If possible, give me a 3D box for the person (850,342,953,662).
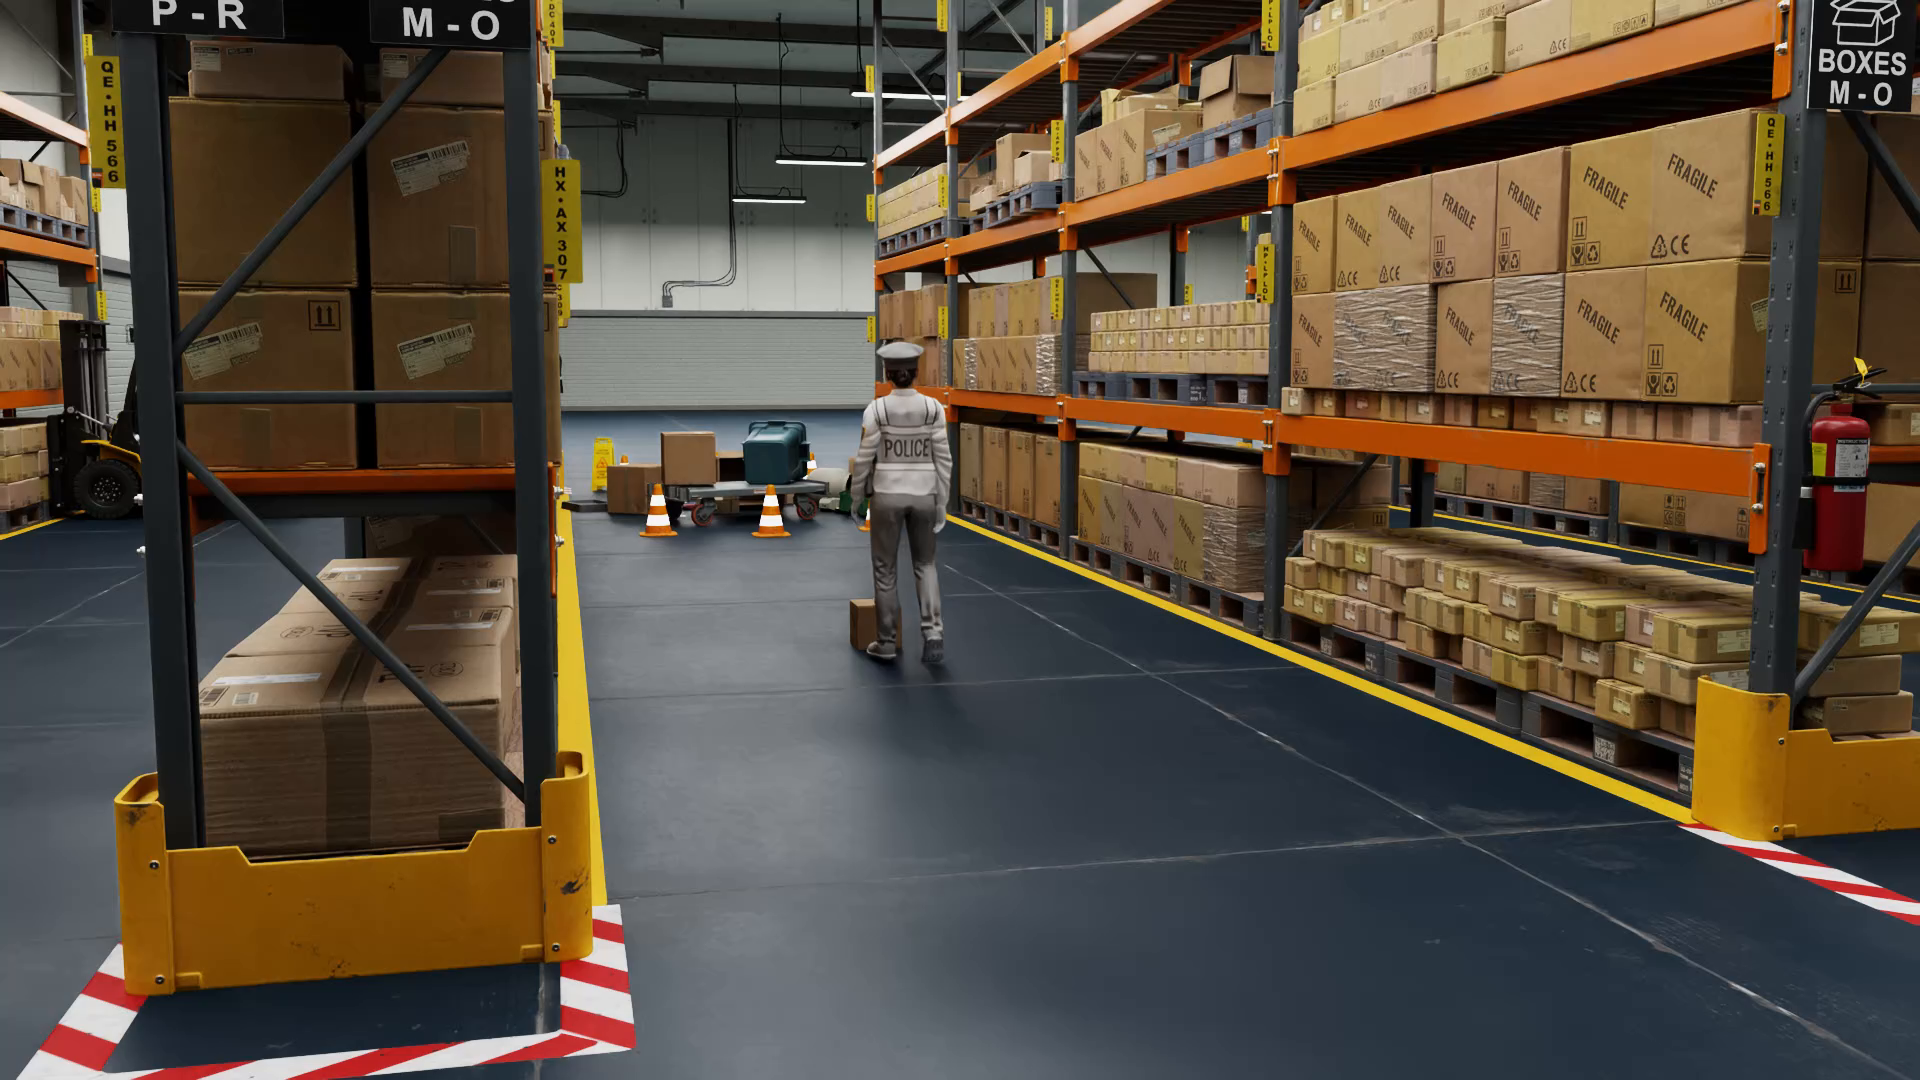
[{"bbox_3d":[-0.323,-0.186,8.741,0.508,1.702,0.490,-2,7,-17],"label":"person"}]
